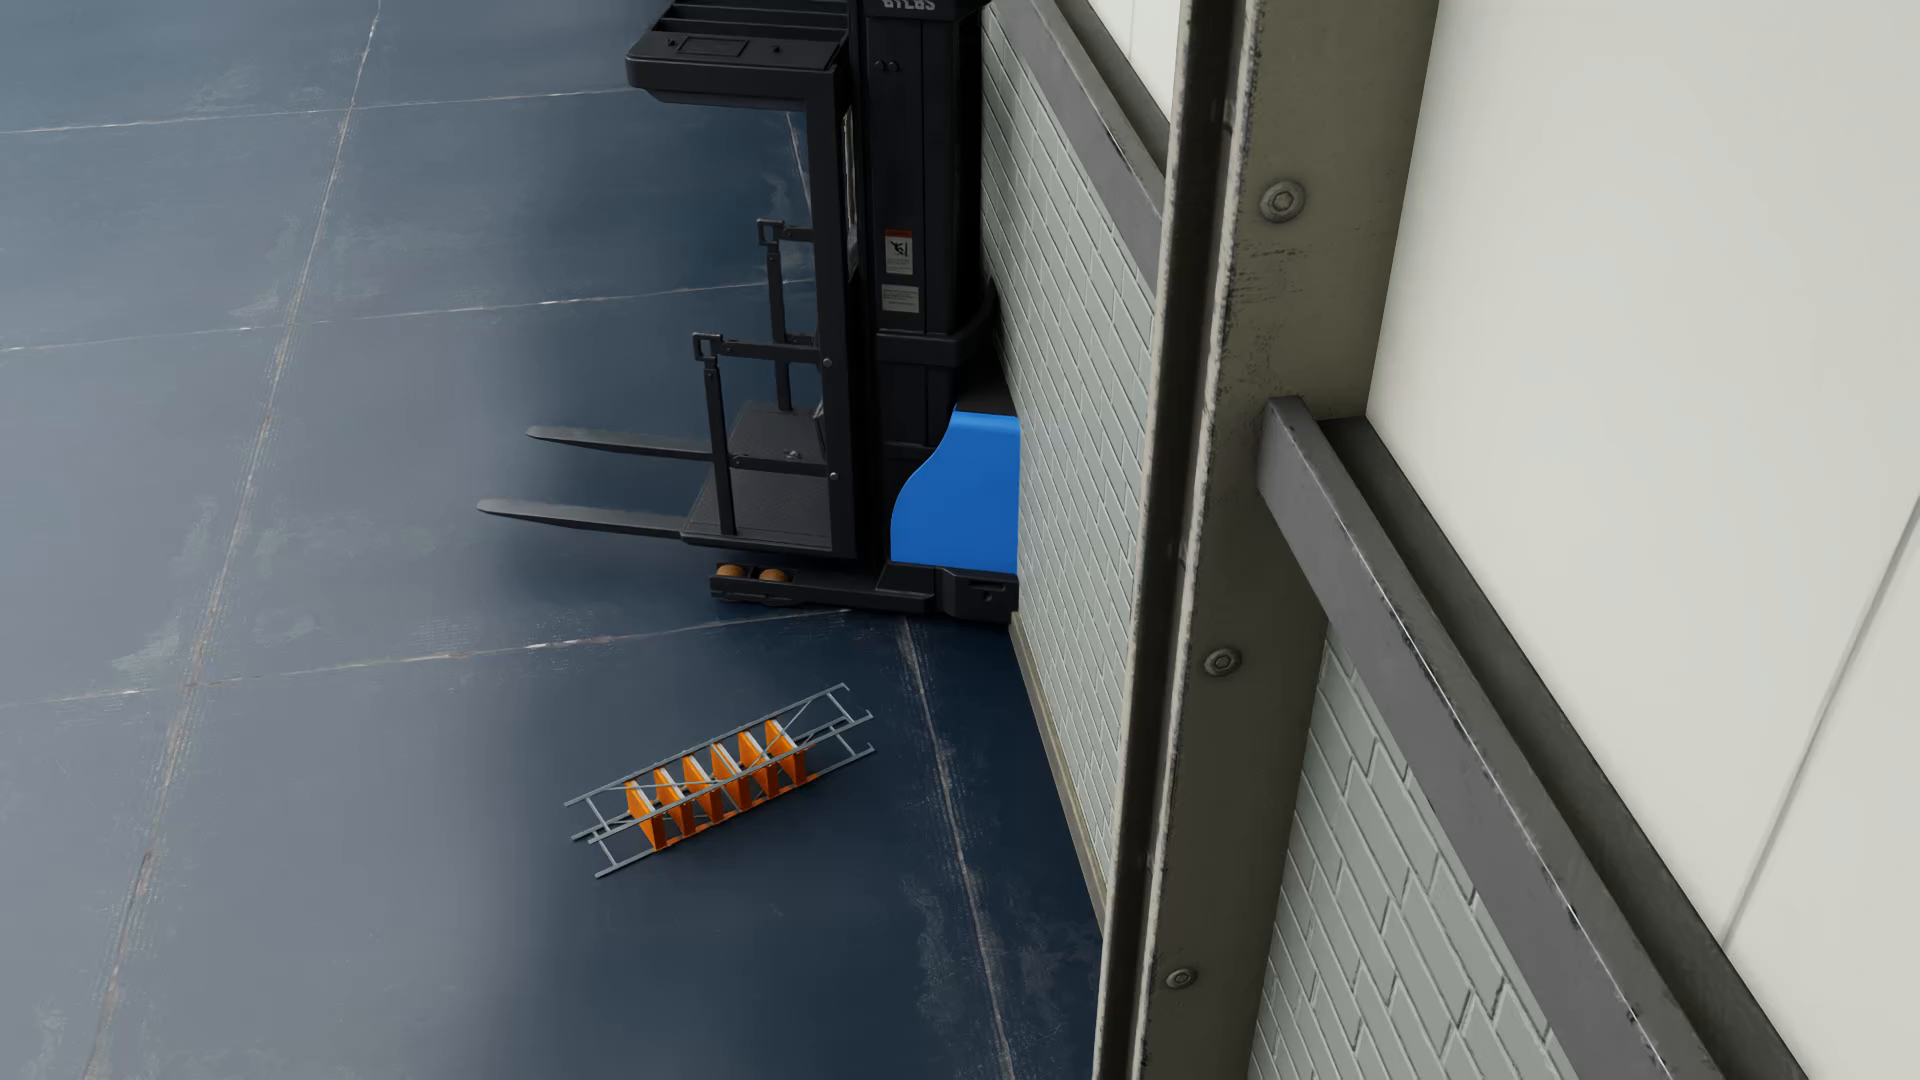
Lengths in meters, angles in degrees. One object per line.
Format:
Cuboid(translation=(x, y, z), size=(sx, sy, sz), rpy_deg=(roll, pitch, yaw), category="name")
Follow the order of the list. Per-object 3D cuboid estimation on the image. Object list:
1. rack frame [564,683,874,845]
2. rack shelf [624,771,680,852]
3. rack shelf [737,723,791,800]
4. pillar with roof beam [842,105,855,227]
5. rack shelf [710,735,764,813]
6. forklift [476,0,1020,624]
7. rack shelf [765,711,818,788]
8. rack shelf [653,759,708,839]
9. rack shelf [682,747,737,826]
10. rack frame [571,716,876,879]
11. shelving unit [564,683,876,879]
Cuboid(translation=(-0.905, 0.840, 6.362), size=(1.200, 0.006, 0.240), rpy_deg=(-22, 43, -26), category="rack frame")
Cuboid(translation=(-1.169, 1.019, 6.281), size=(0.103, 0.180, 0.258), rpy_deg=(-22, 43, -26), category="rack shelf")
Cuboid(translation=(-0.768, 0.857, 6.490), size=(0.103, 0.180, 0.258), rpy_deg=(-22, 43, -26), category="rack shelf")
Cuboid(translation=(-4.713, -4.653, 6.404), size=(9.100, 9.000, 0.400), rpy_deg=(-6, 38, -8), category="pillar with roof beam")
Cuboid(translation=(-0.868, 0.897, 6.437), size=(0.103, 0.180, 0.258), rpy_deg=(-22, 43, -26), category="rack shelf")
Cuboid(translation=(-0.658, -1.176, 6.874), size=(3.031, 2.935, 1.130), rpy_deg=(6, 38, 7), category="forklift")
Cuboid(translation=(-0.668, 0.816, 6.542), size=(0.103, 0.180, 0.258), rpy_deg=(-22, 43, -26), category="rack shelf")
Cuboid(translation=(-1.069, 0.978, 6.333), size=(0.103, 0.180, 0.258), rpy_deg=(-22, 43, -26), category="rack shelf")
Cuboid(translation=(-0.968, 0.938, 6.385), size=(0.103, 0.180, 0.258), rpy_deg=(-22, 43, -26), category="rack shelf")
Cuboid(translation=(-0.905, 0.984, 6.474), size=(1.200, 0.006, 0.240), rpy_deg=(-22, 43, -26), category="rack frame")
Cuboid(translation=(-0.905, 0.912, 6.418), size=(1.200, 0.189, 0.258), rpy_deg=(-22, 43, -26), category="shelving unit")
